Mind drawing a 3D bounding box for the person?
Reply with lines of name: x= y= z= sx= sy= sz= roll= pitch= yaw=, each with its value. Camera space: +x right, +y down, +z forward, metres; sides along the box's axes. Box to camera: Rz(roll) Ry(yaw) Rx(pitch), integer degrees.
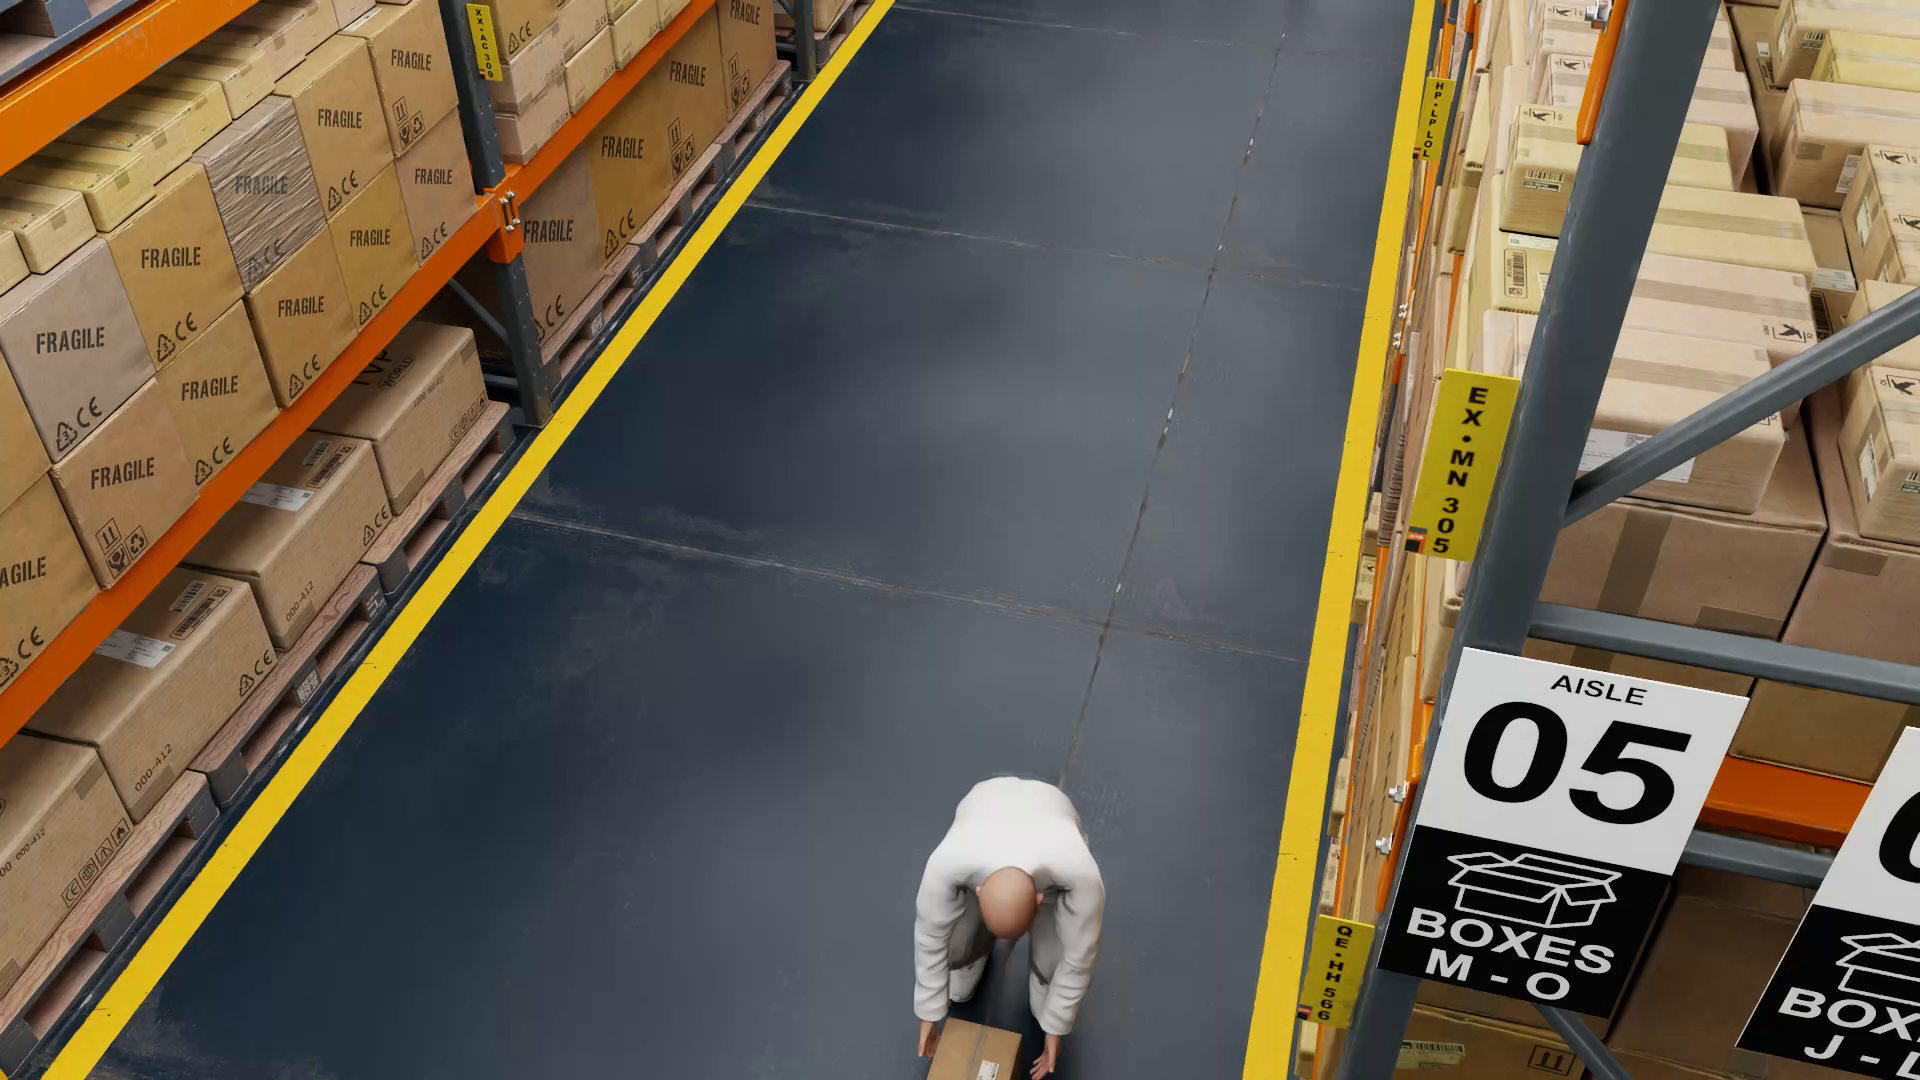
person: x=0.168 y=1.175 z=5.356 sx=0.611 sy=1.047 sz=0.885 roll=9 pitch=41 yaw=10
